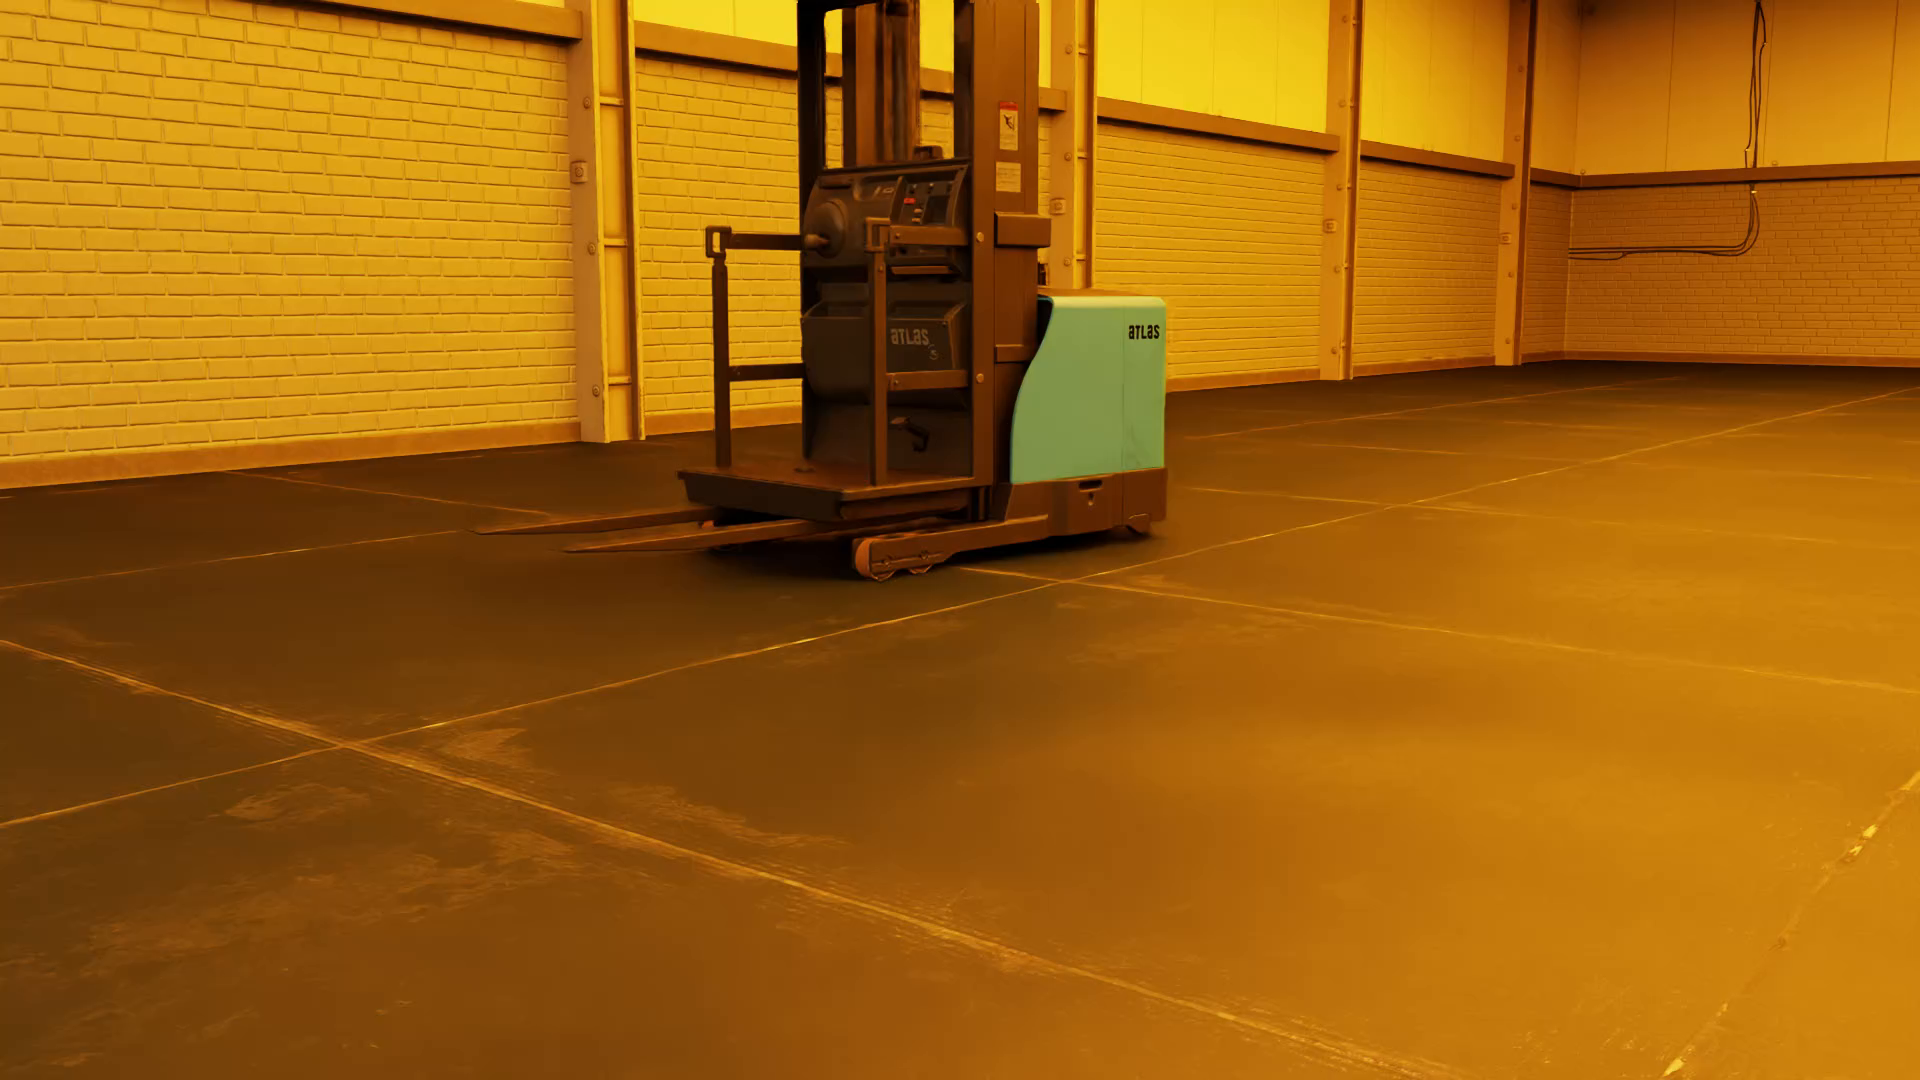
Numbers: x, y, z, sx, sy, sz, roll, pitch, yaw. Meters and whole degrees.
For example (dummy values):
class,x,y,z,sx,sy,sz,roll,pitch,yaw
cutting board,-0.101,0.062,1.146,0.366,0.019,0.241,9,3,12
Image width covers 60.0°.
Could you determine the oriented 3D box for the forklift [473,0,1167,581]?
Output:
class,x,y,z,sx,sy,sz,roll,pitch,yaw
forklift,-0.466,-1.379,6.707,3.031,2.935,1.130,-8,12,-44
